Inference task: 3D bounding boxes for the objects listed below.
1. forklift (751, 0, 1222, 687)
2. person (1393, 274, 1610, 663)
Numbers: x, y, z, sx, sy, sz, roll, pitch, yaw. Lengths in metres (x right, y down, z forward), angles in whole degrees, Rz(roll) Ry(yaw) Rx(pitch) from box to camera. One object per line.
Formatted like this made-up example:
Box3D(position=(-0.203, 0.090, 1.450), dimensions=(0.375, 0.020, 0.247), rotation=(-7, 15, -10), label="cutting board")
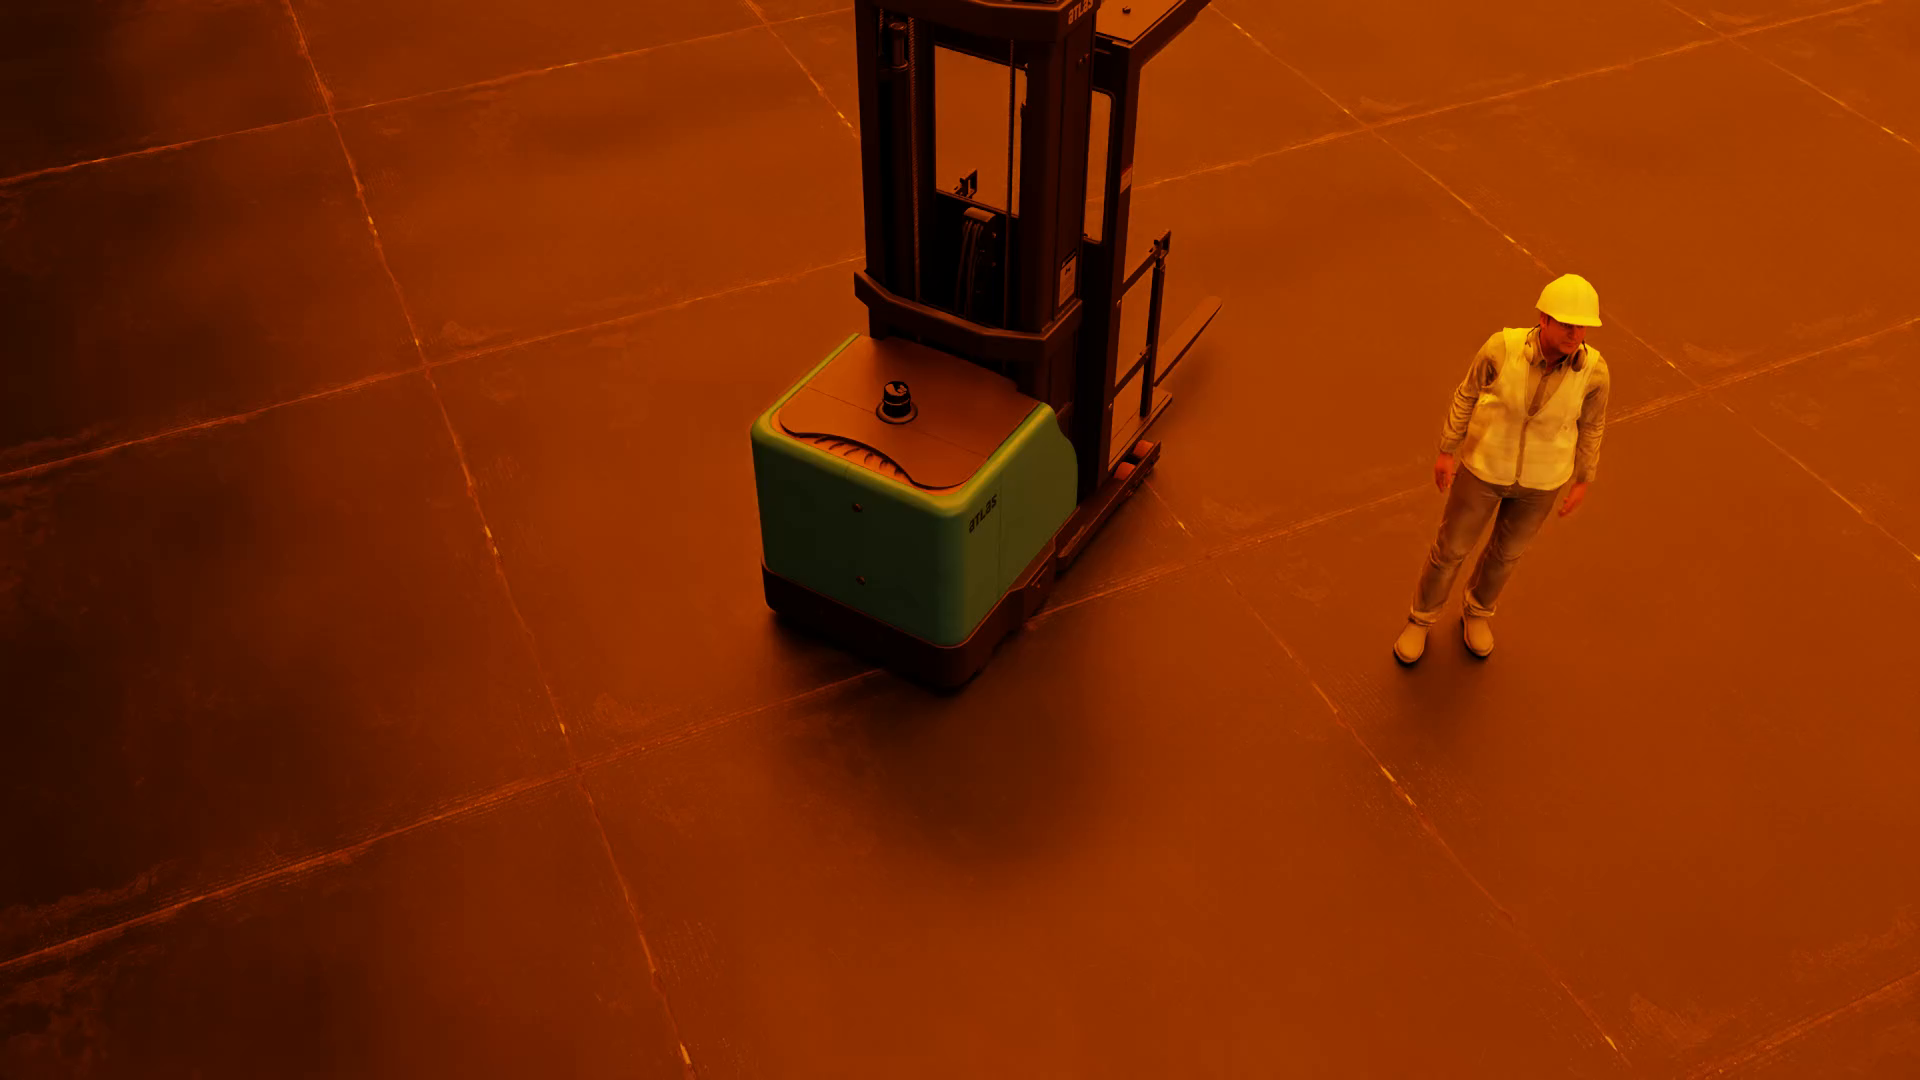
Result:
Box3D(position=(0.326, -1.435, 7.218), dimensions=(1.130, 2.935, 3.031), rotation=(23, 48, 22), label="forklift")
Box3D(position=(2.253, -0.249, 6.783), dimensions=(0.632, 1.775, 0.567), rotation=(9, 44, 9), label="person")
